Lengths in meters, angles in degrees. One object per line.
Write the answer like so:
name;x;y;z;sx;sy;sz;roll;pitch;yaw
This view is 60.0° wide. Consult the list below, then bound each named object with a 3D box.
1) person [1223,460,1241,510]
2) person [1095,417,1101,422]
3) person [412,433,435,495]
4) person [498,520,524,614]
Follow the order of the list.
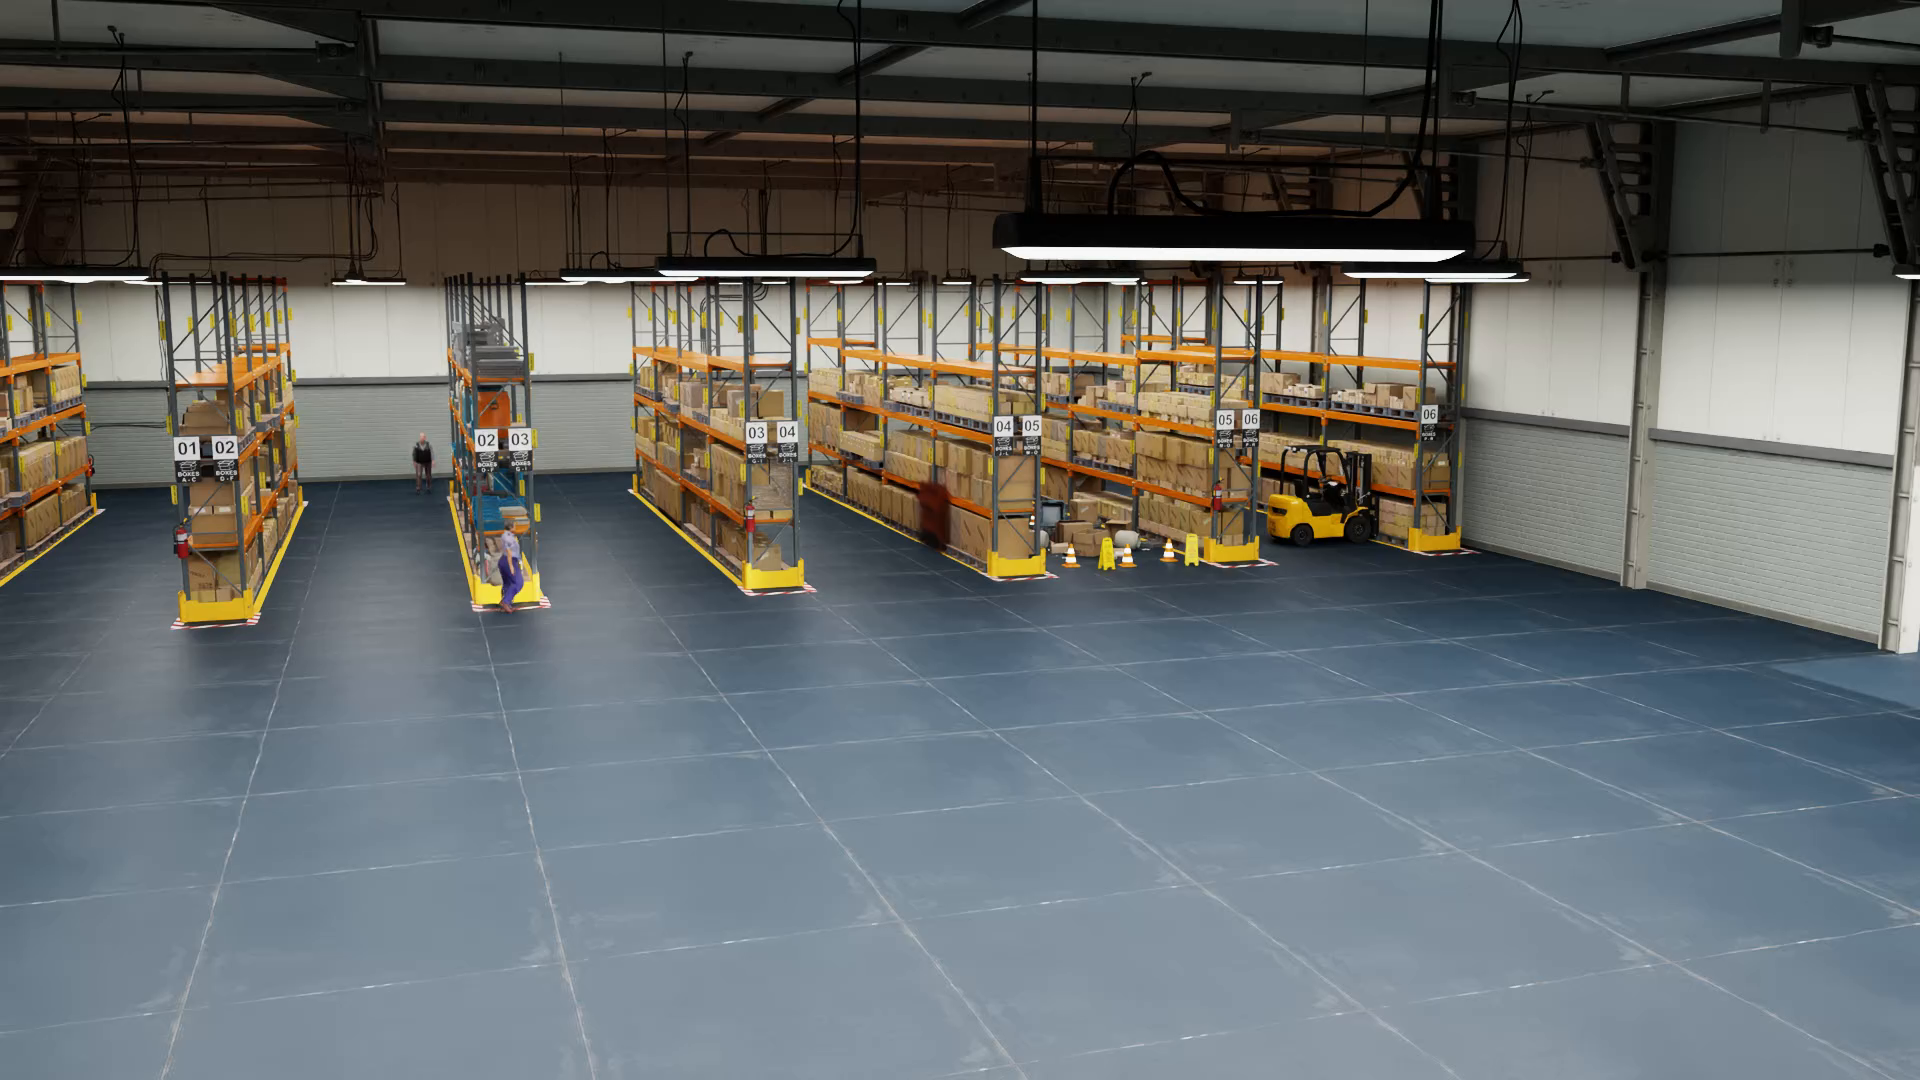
person;6.570;-1.076;39.675;0.460;1.681;0.429;-7;11;-38
person;4.420;-3.083;52.829;0.605;1.659;0.468;-4;9;-22
person;-15.023;-2.148;46.564;0.623;1.680;1.004;-1;9;-9
person;-8.004;0.460;29.524;0.430;1.654;0.512;-4;9;-24
